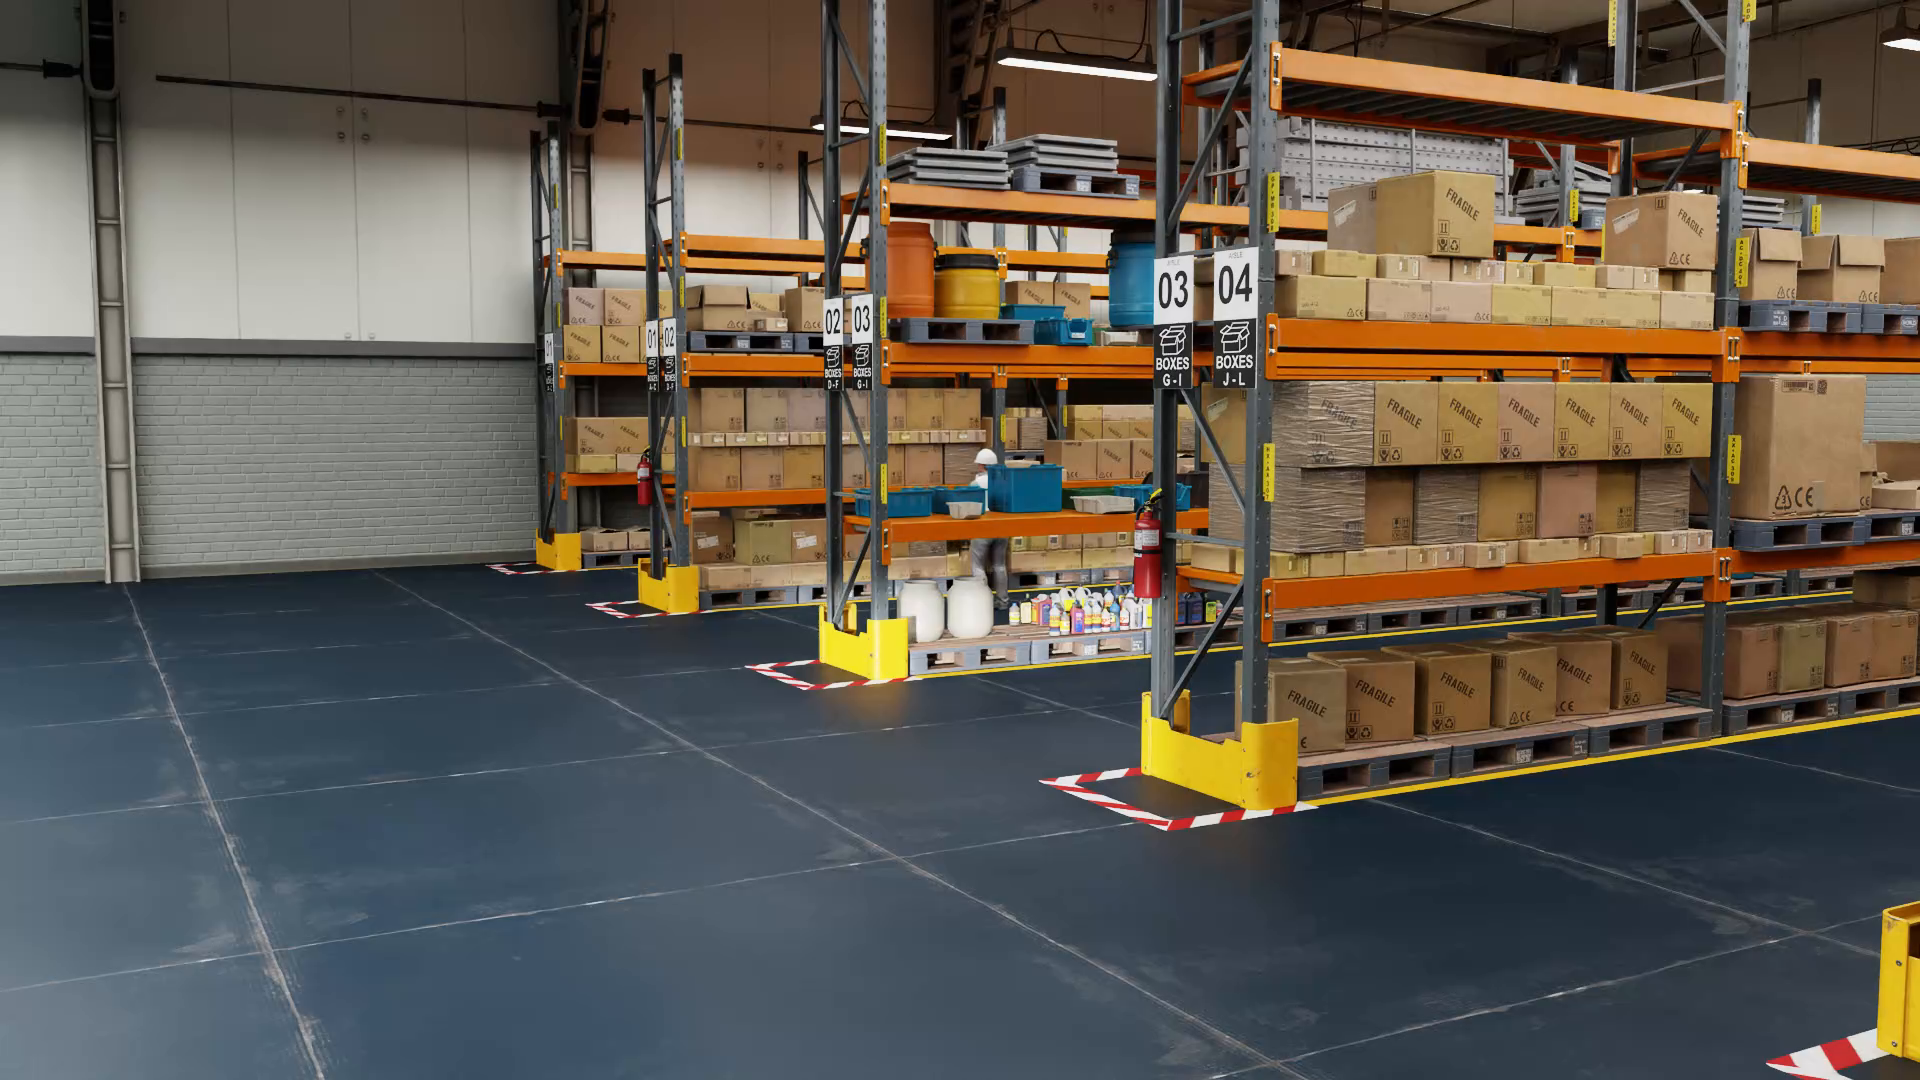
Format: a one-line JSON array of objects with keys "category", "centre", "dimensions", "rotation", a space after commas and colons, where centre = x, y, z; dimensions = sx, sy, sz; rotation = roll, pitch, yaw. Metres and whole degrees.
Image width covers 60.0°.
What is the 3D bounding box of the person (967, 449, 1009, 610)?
[{"category": "person", "centre": [0.323, -0.109, 18.323], "dimensions": [0.560, 1.774, 0.430], "rotation": [-3, 6, -30]}]
